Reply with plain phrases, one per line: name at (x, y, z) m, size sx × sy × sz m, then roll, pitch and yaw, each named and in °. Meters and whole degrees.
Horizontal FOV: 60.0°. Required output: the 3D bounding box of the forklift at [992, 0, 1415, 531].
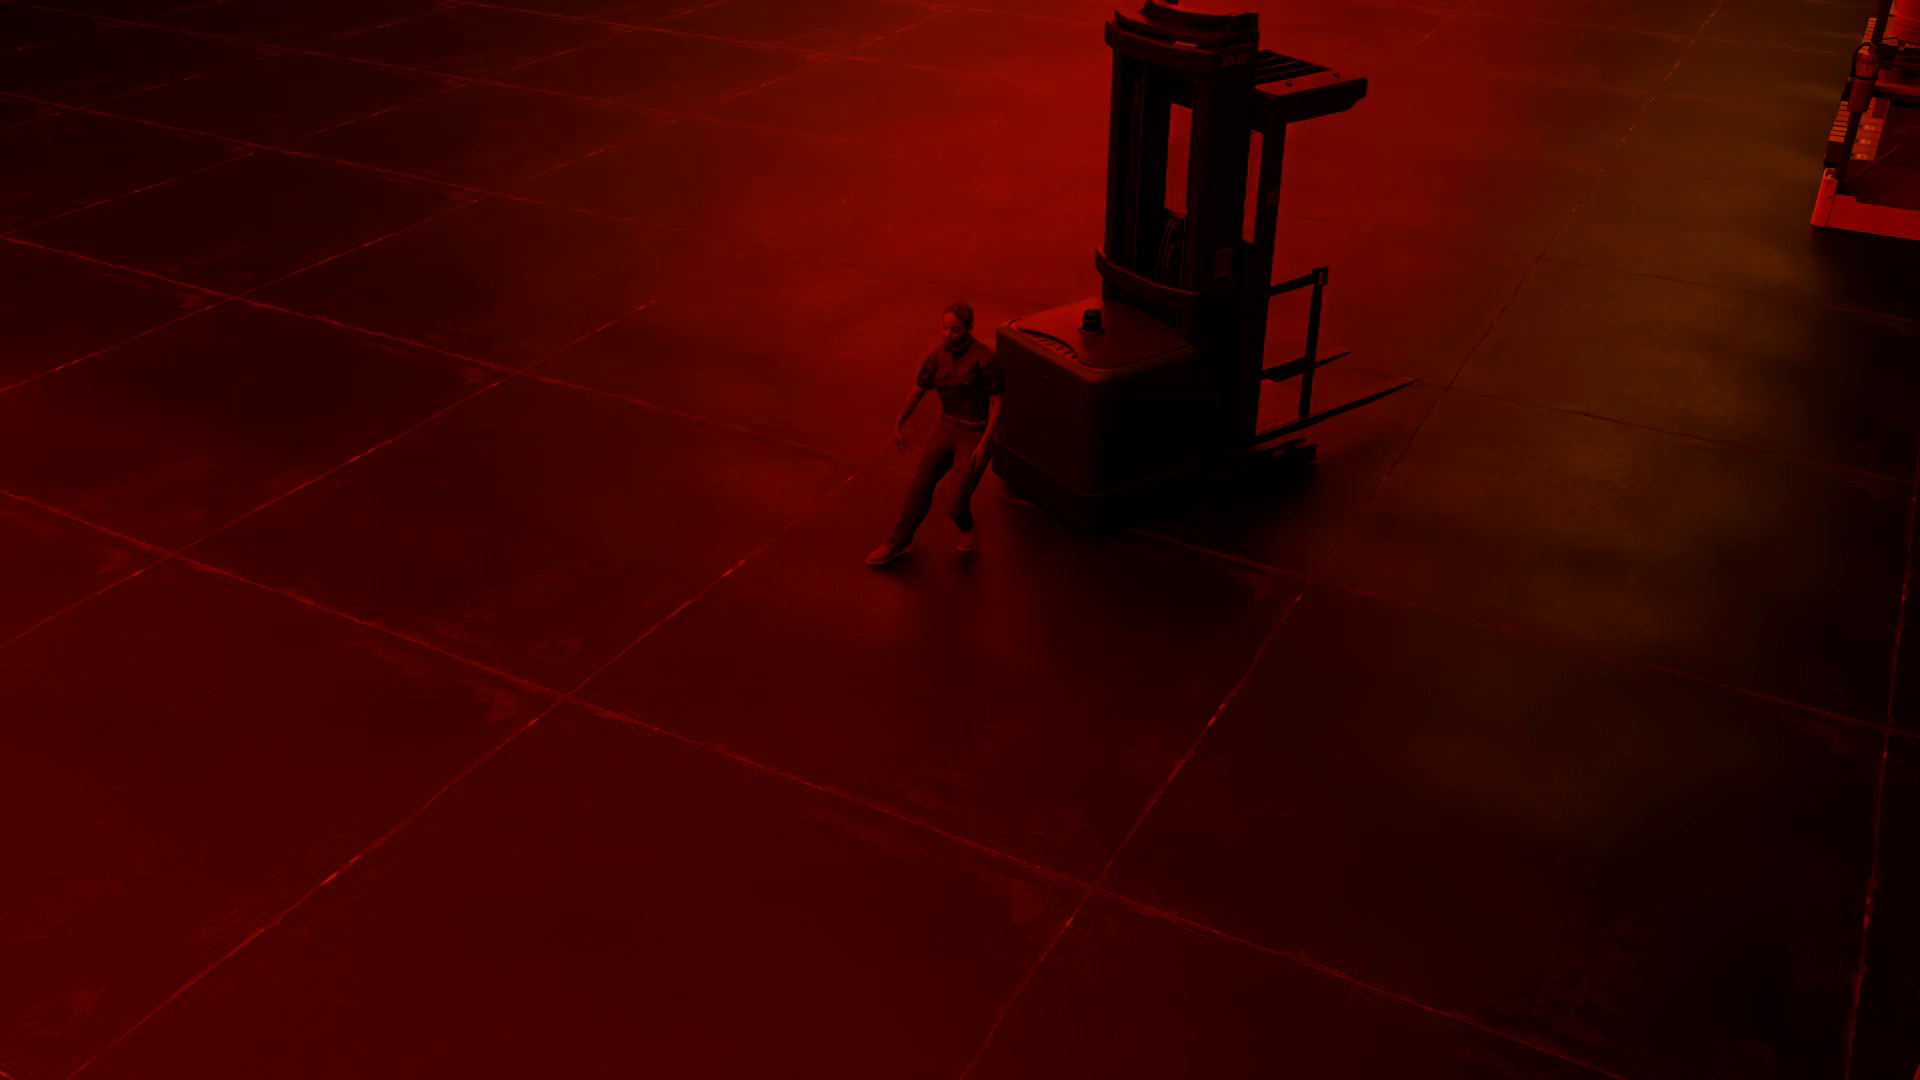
forklift at (1.706, -1.886, 10.339) m, size 3.031 × 2.935 × 1.130 m, roll -19°, pitch 35°, yaw -30°

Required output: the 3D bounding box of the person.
person at (-0.127, -0.556, 9.389) m, size 0.650 × 1.583 × 0.637 m, roll 22°, pitch 37°, yaw 34°
